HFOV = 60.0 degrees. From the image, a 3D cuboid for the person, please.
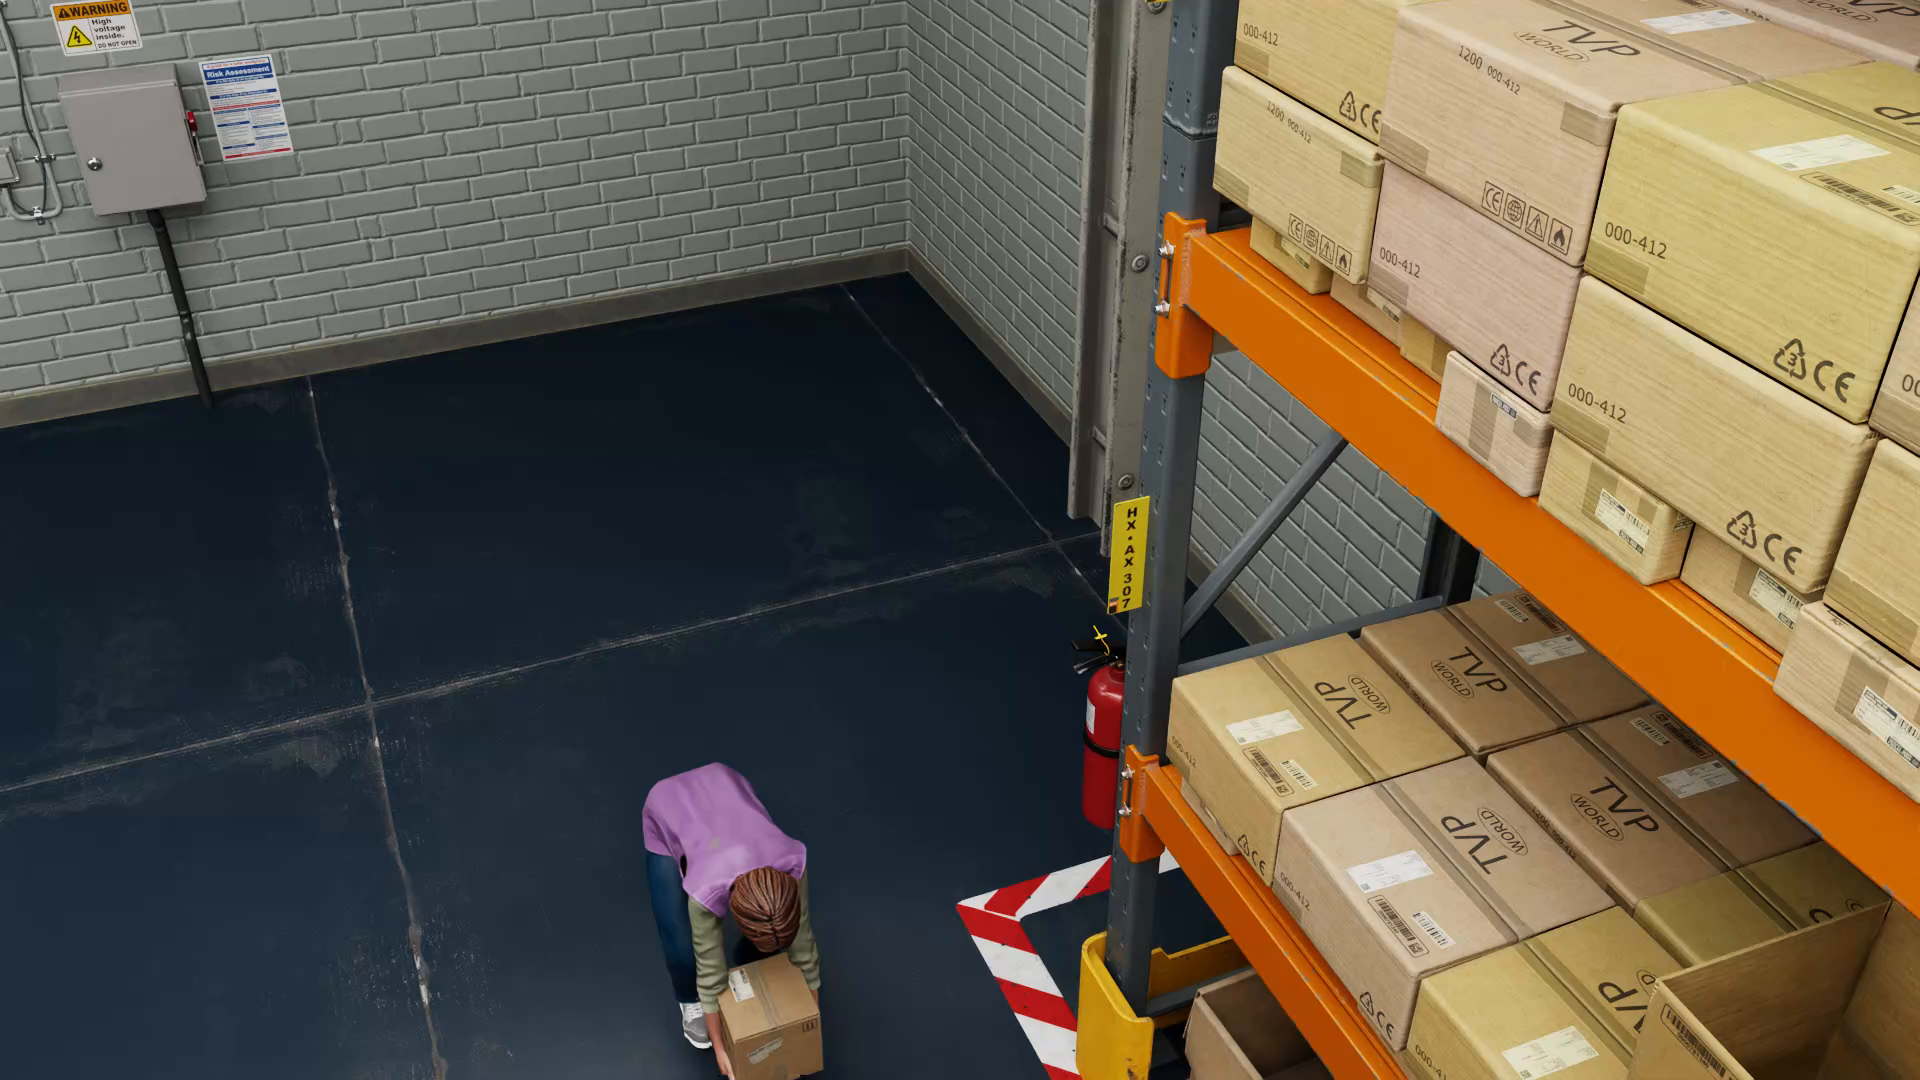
[{"bbox_3d":[-0.662,1.172,4.931,0.416,1.016,0.857,-15,37,-21],"label":"person"}]
